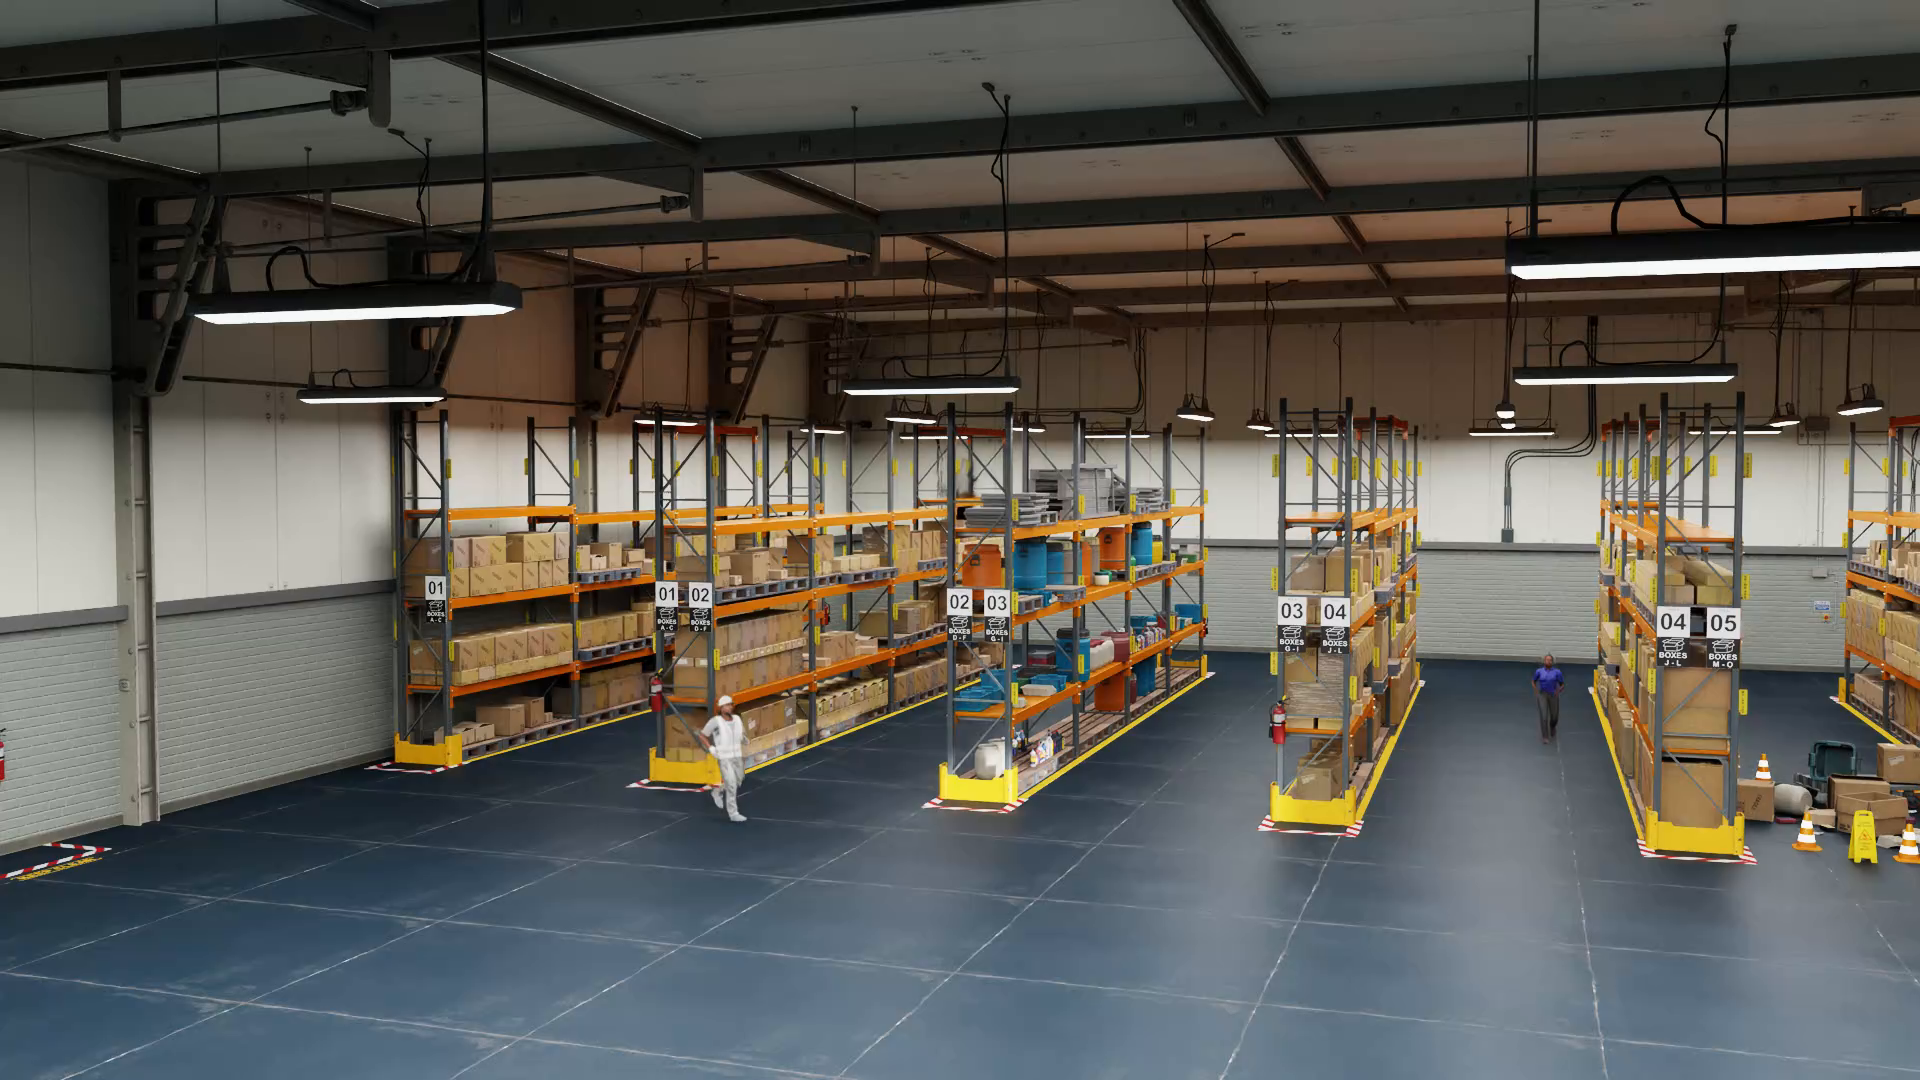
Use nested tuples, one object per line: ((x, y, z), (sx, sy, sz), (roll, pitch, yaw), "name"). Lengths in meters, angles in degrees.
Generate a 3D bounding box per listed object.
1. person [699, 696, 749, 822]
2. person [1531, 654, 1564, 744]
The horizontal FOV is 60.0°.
((-3.323, 3.105, 23.715), (0.883, 1.757, 0.698), (2, 3, 44), "person")
((10.727, 2.893, 30.381), (0.568, 1.607, 0.678), (1, 3, 19), "person")
